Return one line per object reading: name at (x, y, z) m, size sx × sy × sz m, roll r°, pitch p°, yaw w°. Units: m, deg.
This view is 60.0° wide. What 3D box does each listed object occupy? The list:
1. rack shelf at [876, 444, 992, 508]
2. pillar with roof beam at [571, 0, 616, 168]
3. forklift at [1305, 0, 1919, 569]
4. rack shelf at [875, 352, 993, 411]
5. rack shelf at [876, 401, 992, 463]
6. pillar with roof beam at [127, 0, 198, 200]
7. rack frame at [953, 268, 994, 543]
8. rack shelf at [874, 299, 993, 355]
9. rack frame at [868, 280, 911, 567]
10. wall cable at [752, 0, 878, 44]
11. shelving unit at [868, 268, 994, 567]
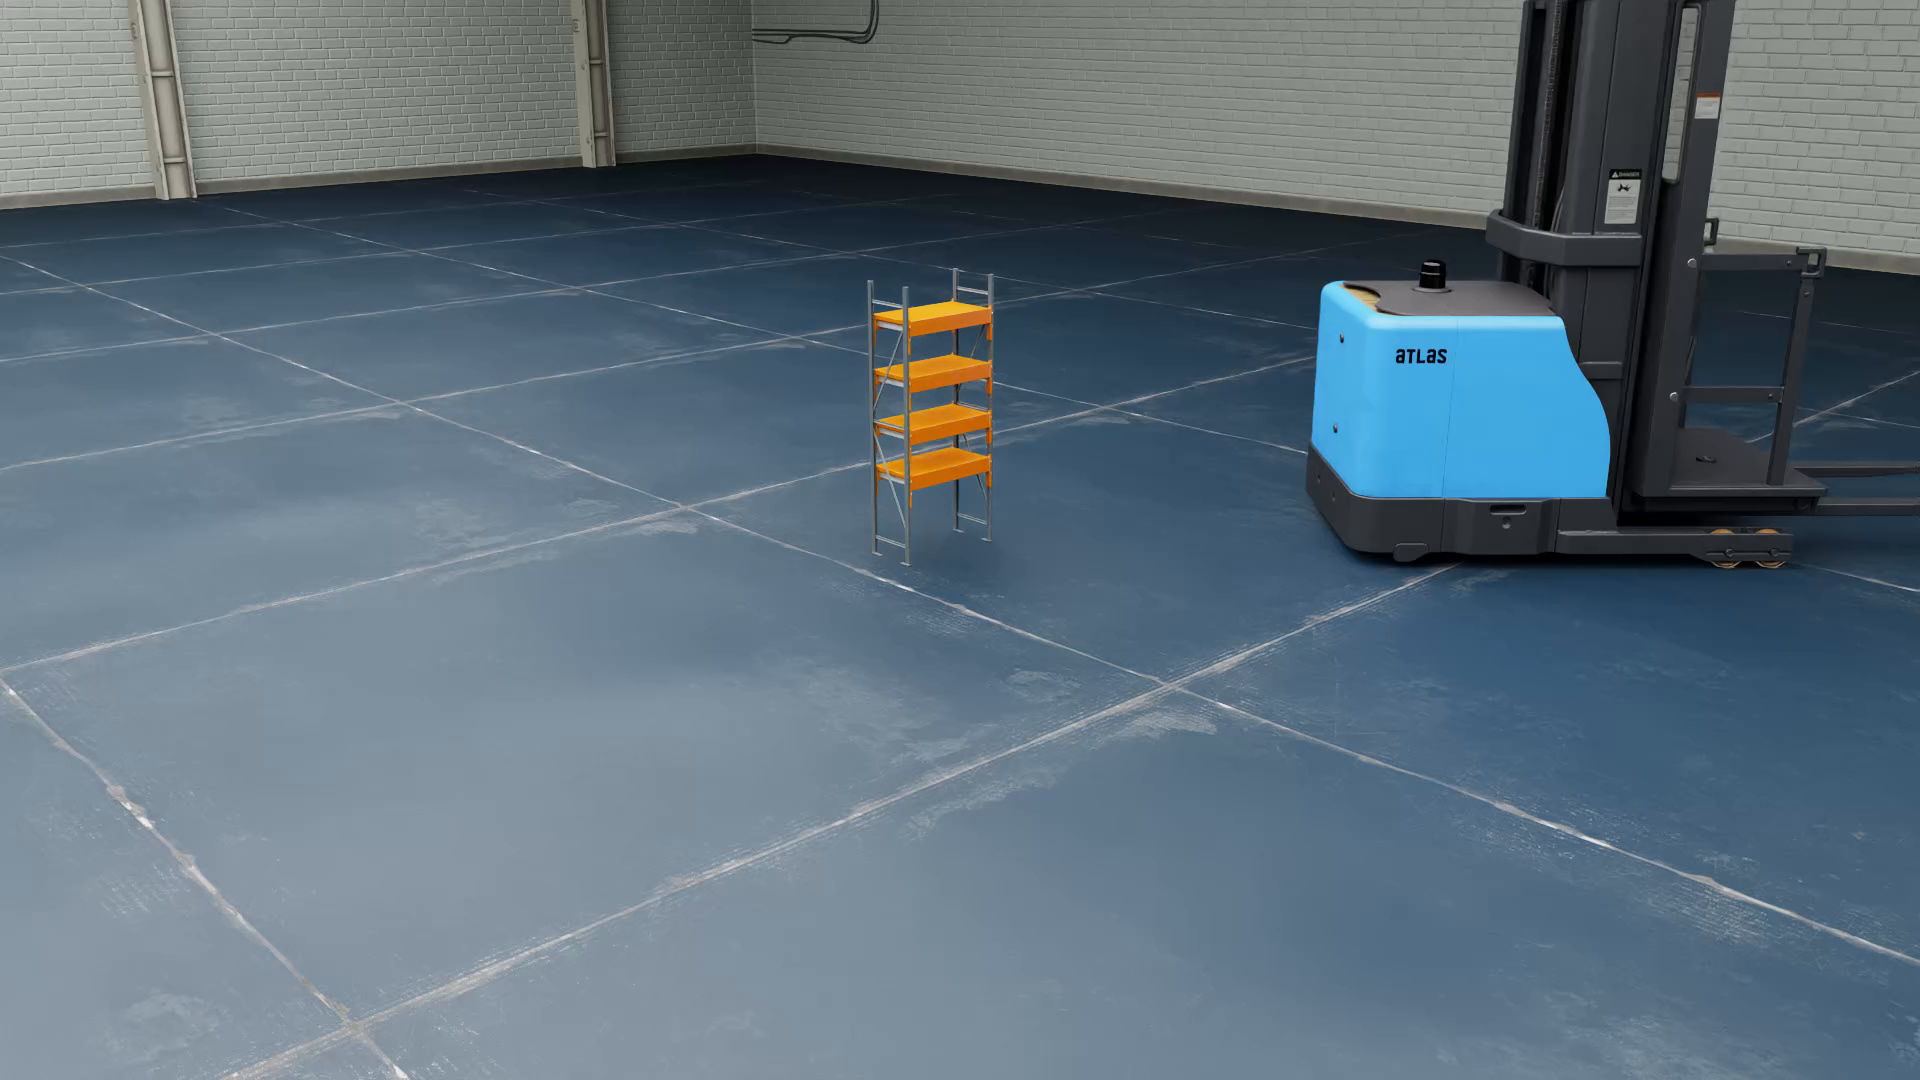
rack shelf at (-0.120, -0.283, 7.273) m, size 0.480 × 0.148 × 0.258 m, roll -16°, pitch 24°, yaw -41°
pillar with roof beam at (-2.346, -8.813, 20.075) m, size 0.400 × 9.000 × 9.100 m, roll -16°, pitch 24°, yaw -41°
forklift at (3.177, -1.436, 7.163) m, size 3.031 × 2.935 × 1.130 m, roll 0°, pitch 18°, yaw 0°
rack shelf at (-0.120, -0.684, 7.143) m, size 0.480 × 0.148 × 0.258 m, roll -16°, pitch 24°, yaw -41°
rack shelf at (-0.120, -0.472, 7.212) m, size 0.480 × 0.148 × 0.258 m, roll -16°, pitch 24°, yaw -41°
pillar with roof beam at (-6.706, -7.541, 16.154) m, size 0.400 × 9.000 × 9.100 m, roll -16°, pitch 24°, yaw -41°
rack frame at (0.057, -0.587, 7.351) m, size 0.015 × 1.200 × 0.240 m, roll -16°, pitch 24°, yaw -41°
rack shelf at (-0.120, -0.909, 7.070) m, size 0.480 × 0.148 × 0.258 m, roll -16°, pitch 24°, yaw -41°
rack frame at (-0.298, -0.484, 7.032) m, size 0.015 × 1.200 × 0.240 m, roll -16°, pitch 24°, yaw -41°
wall cable at (-2.255, -8.628, 24.541) m, size 0.112 × 2.526 × 3.097 m, roll -16°, pitch 24°, yaw -41°
shelving unit at (-0.120, -0.536, 7.191) m, size 0.503 × 1.200 × 0.258 m, roll -16°, pitch 24°, yaw -41°
